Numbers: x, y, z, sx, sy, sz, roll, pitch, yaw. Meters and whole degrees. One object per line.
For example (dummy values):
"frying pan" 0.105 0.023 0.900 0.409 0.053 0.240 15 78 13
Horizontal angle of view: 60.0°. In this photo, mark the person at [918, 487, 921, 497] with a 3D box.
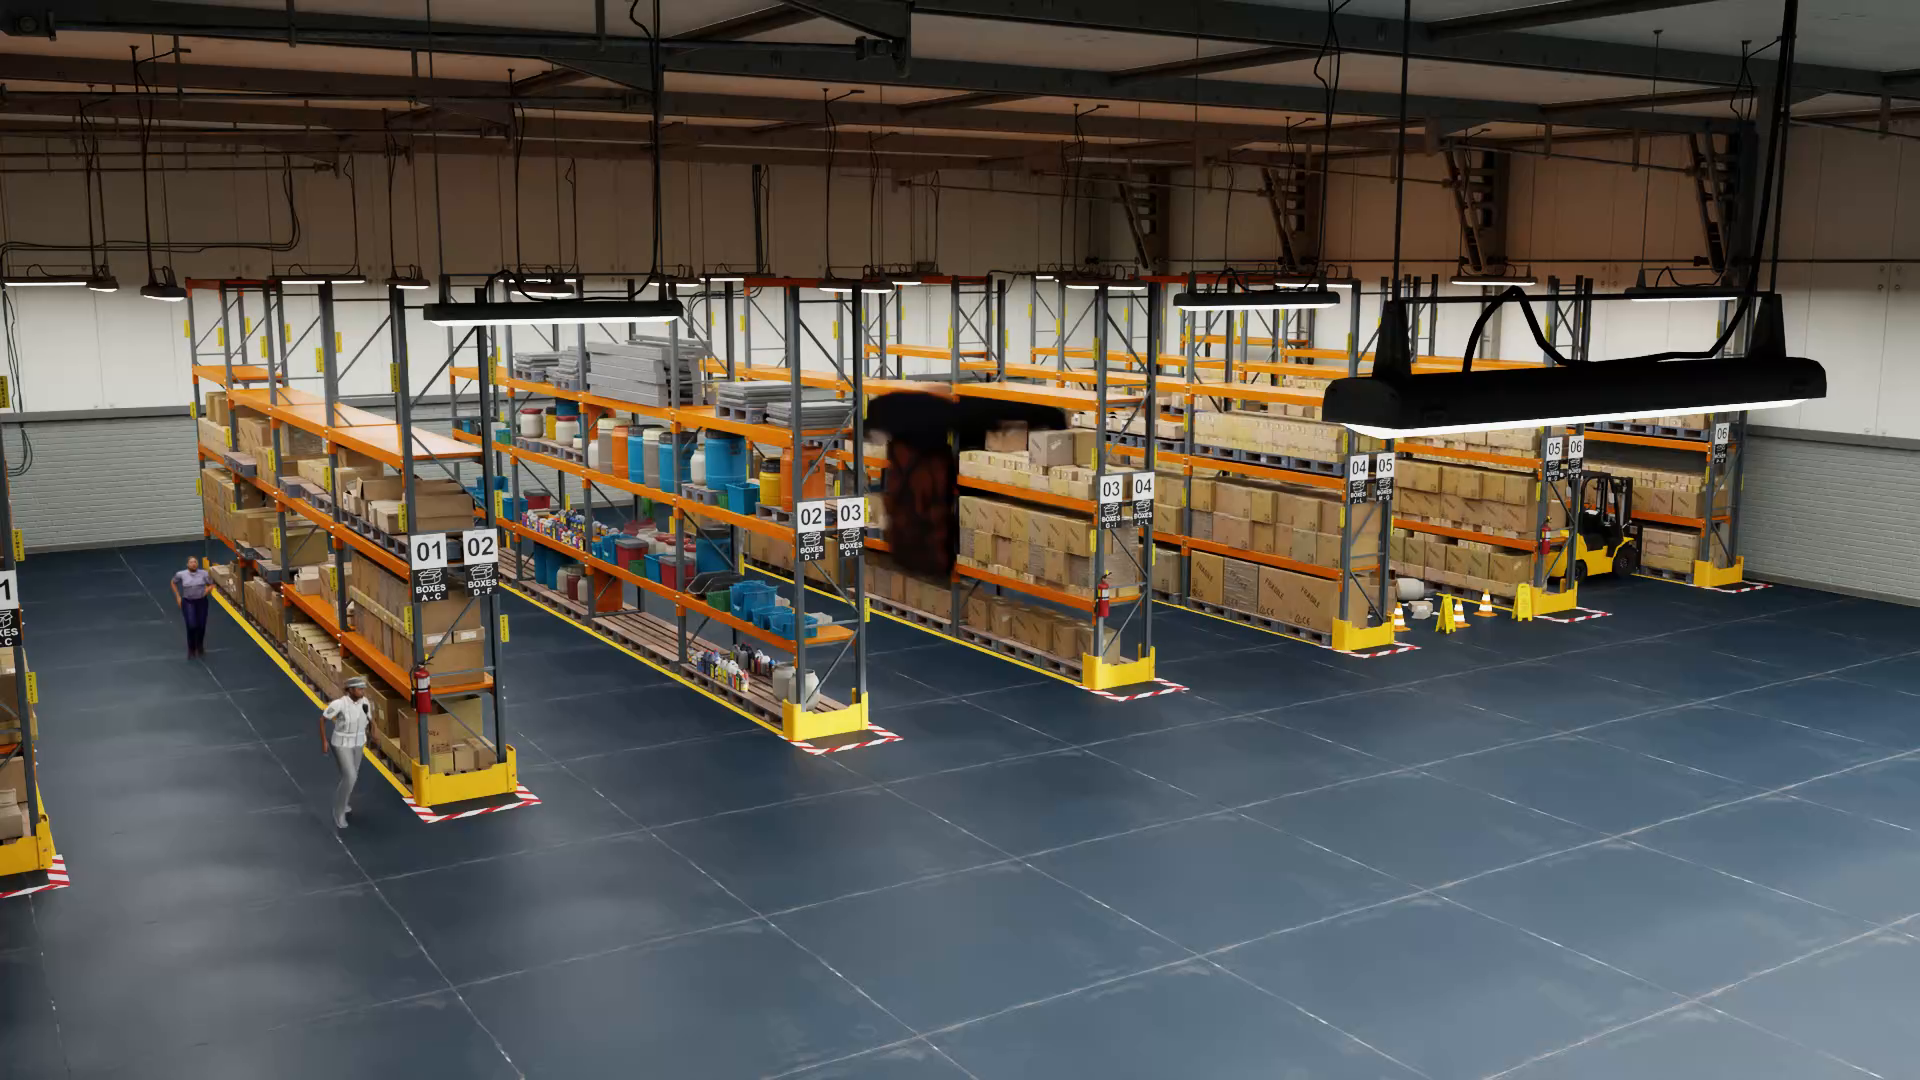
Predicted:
"person" -0.900 -1.969 44.455 0.670 1.708 0.933 6 11 33

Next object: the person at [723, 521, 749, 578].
"person" -4.357 -0.037 32.563 0.447 1.547 0.788 -8 12 -38

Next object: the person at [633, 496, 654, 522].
"person" -7.341 -0.958 38.528 0.904 1.742 0.666 -6 11 -30

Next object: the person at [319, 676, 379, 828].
"person" -6.941 2.395 18.925 0.739 1.728 0.589 6 11 31

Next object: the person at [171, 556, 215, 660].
"person" -12.302 1.083 26.759 0.605 1.697 0.725 -7 12 -34
